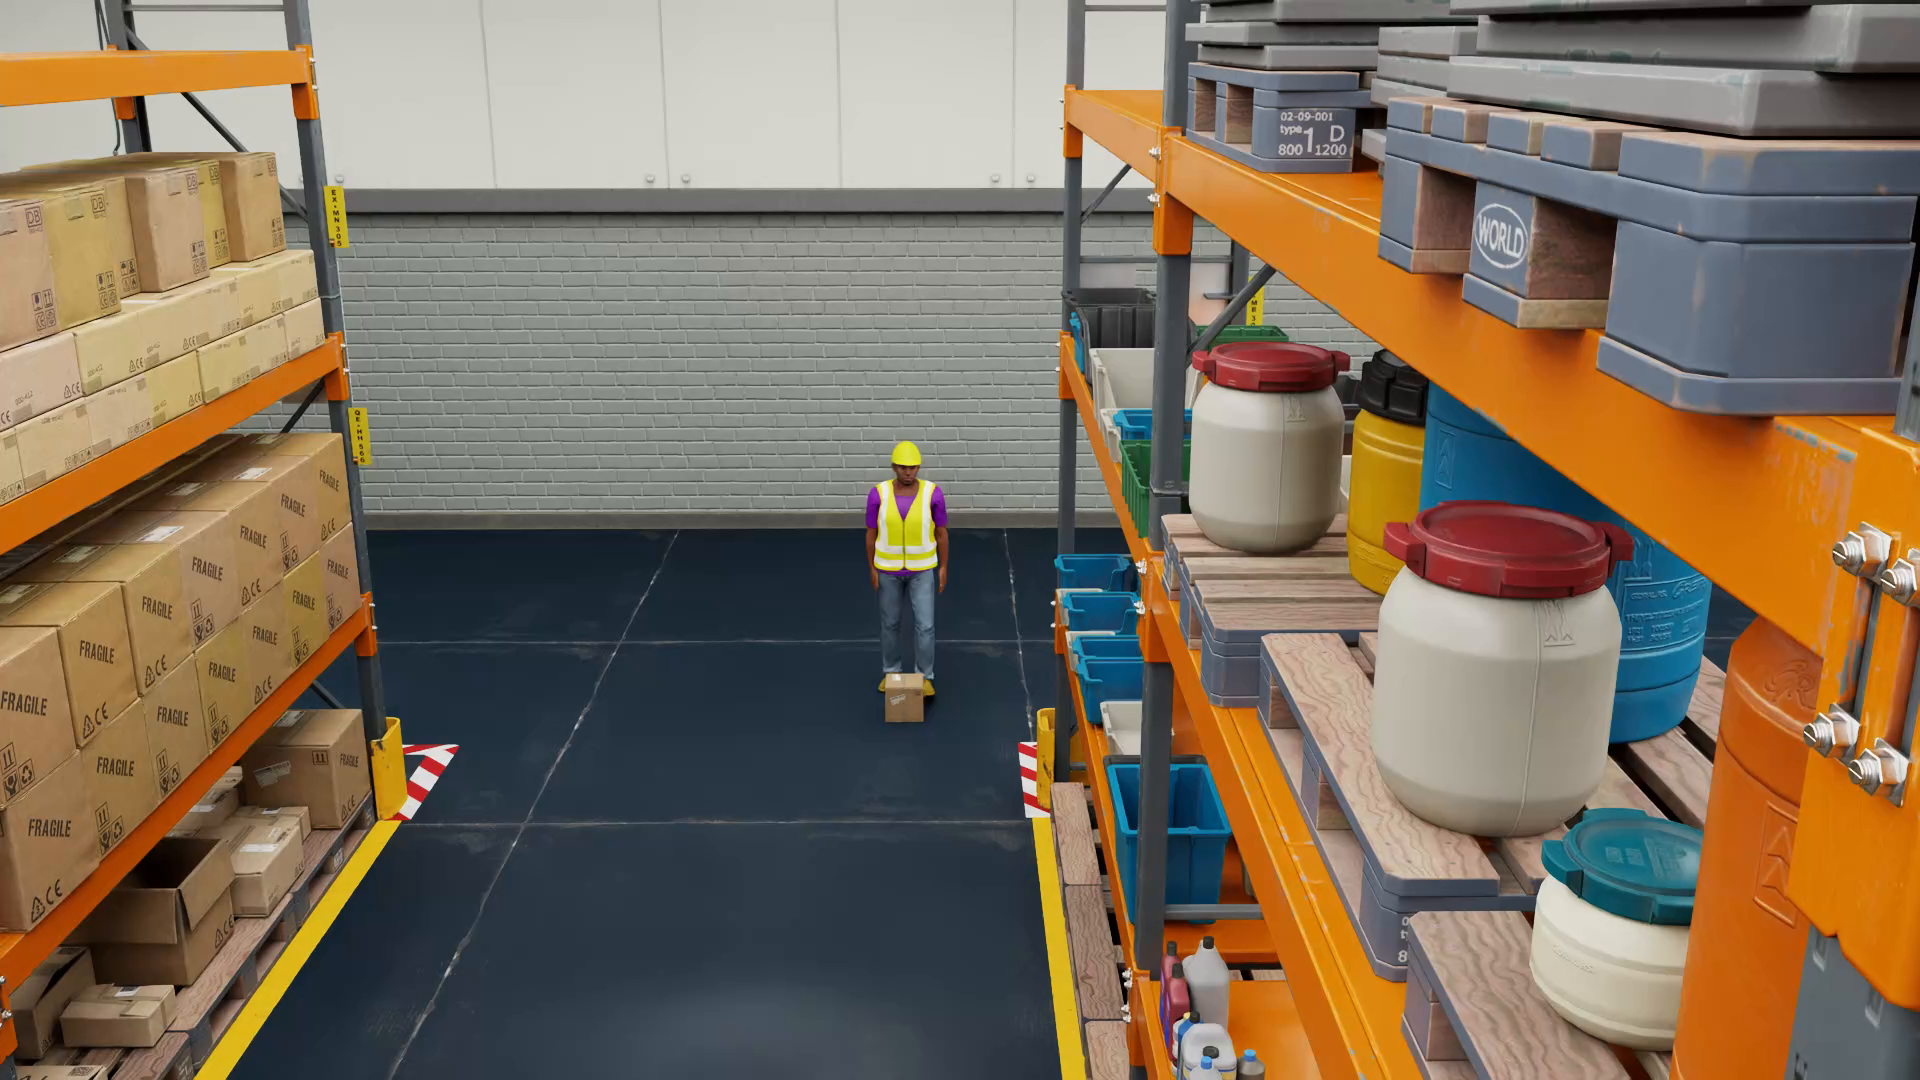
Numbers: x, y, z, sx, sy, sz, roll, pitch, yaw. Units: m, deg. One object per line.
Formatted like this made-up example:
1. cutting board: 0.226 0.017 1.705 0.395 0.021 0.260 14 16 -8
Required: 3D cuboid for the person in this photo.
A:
1. person: -0.361 0.206 11.344 0.568 1.766 0.448 0 17 0
